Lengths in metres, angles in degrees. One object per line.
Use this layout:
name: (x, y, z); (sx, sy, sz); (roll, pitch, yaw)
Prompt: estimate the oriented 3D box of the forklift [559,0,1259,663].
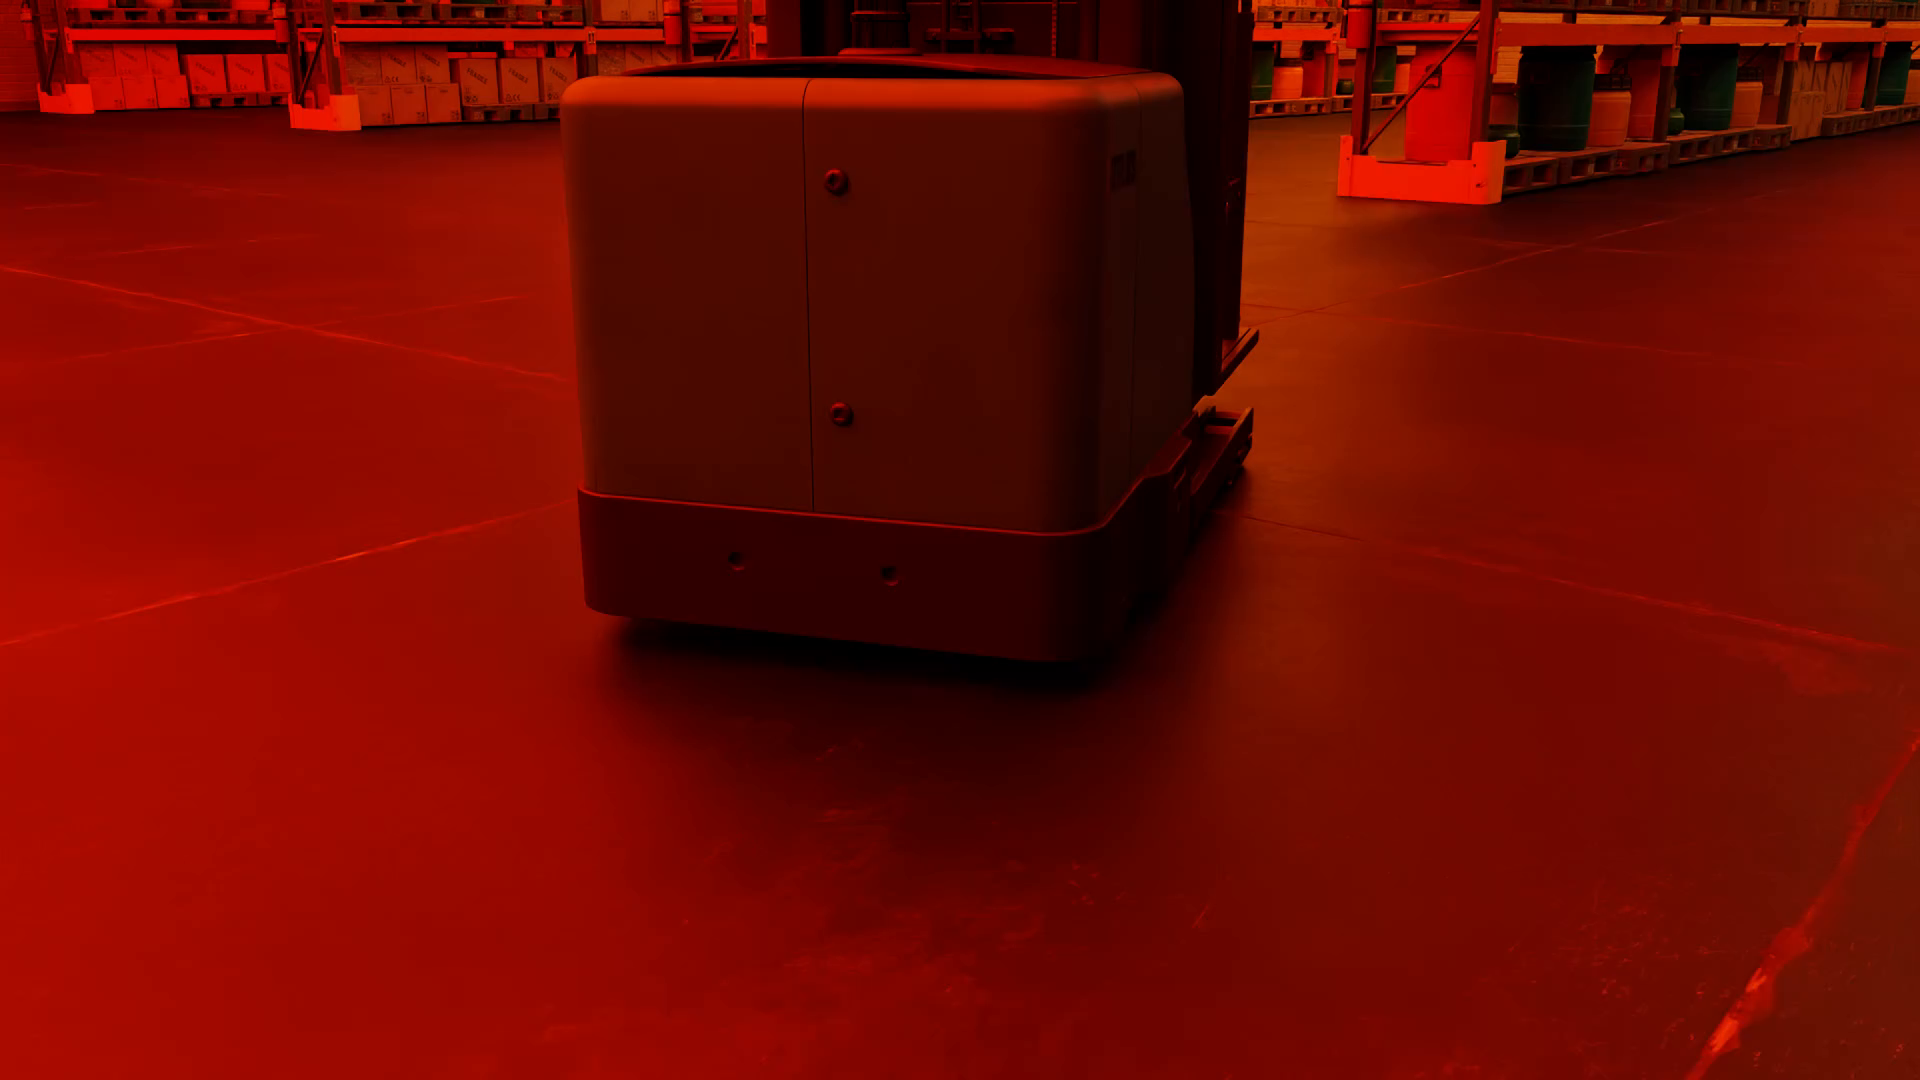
forklift: (0.182, -1.571, 4.072); (1.130, 2.935, 3.031); (5, 18, 17)
